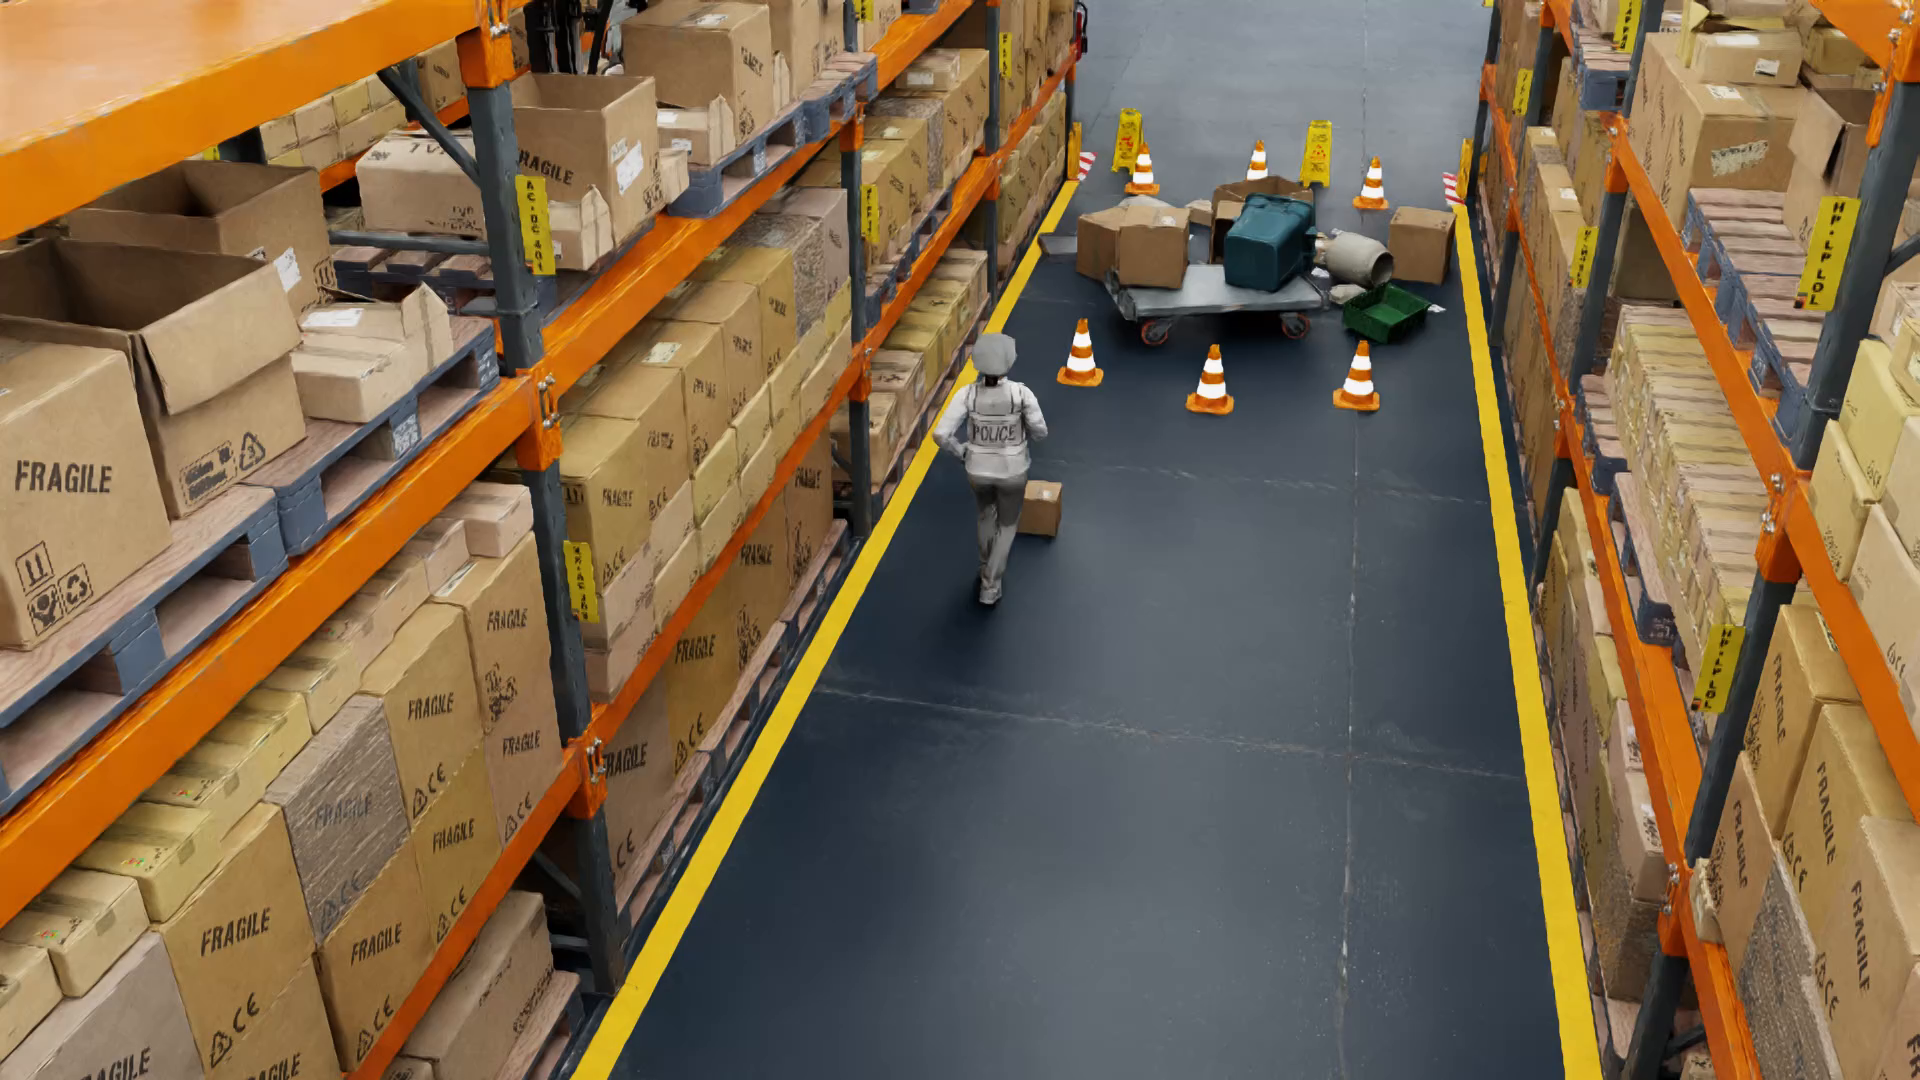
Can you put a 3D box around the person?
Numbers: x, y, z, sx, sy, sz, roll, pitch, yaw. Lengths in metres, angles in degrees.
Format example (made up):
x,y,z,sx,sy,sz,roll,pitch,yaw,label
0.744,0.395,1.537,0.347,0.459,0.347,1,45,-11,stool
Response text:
x,y,z,sx,sy,sz,roll,pitch,yaw,label
0.200,-0.396,9.355,0.593,1.718,0.623,7,30,13,person
